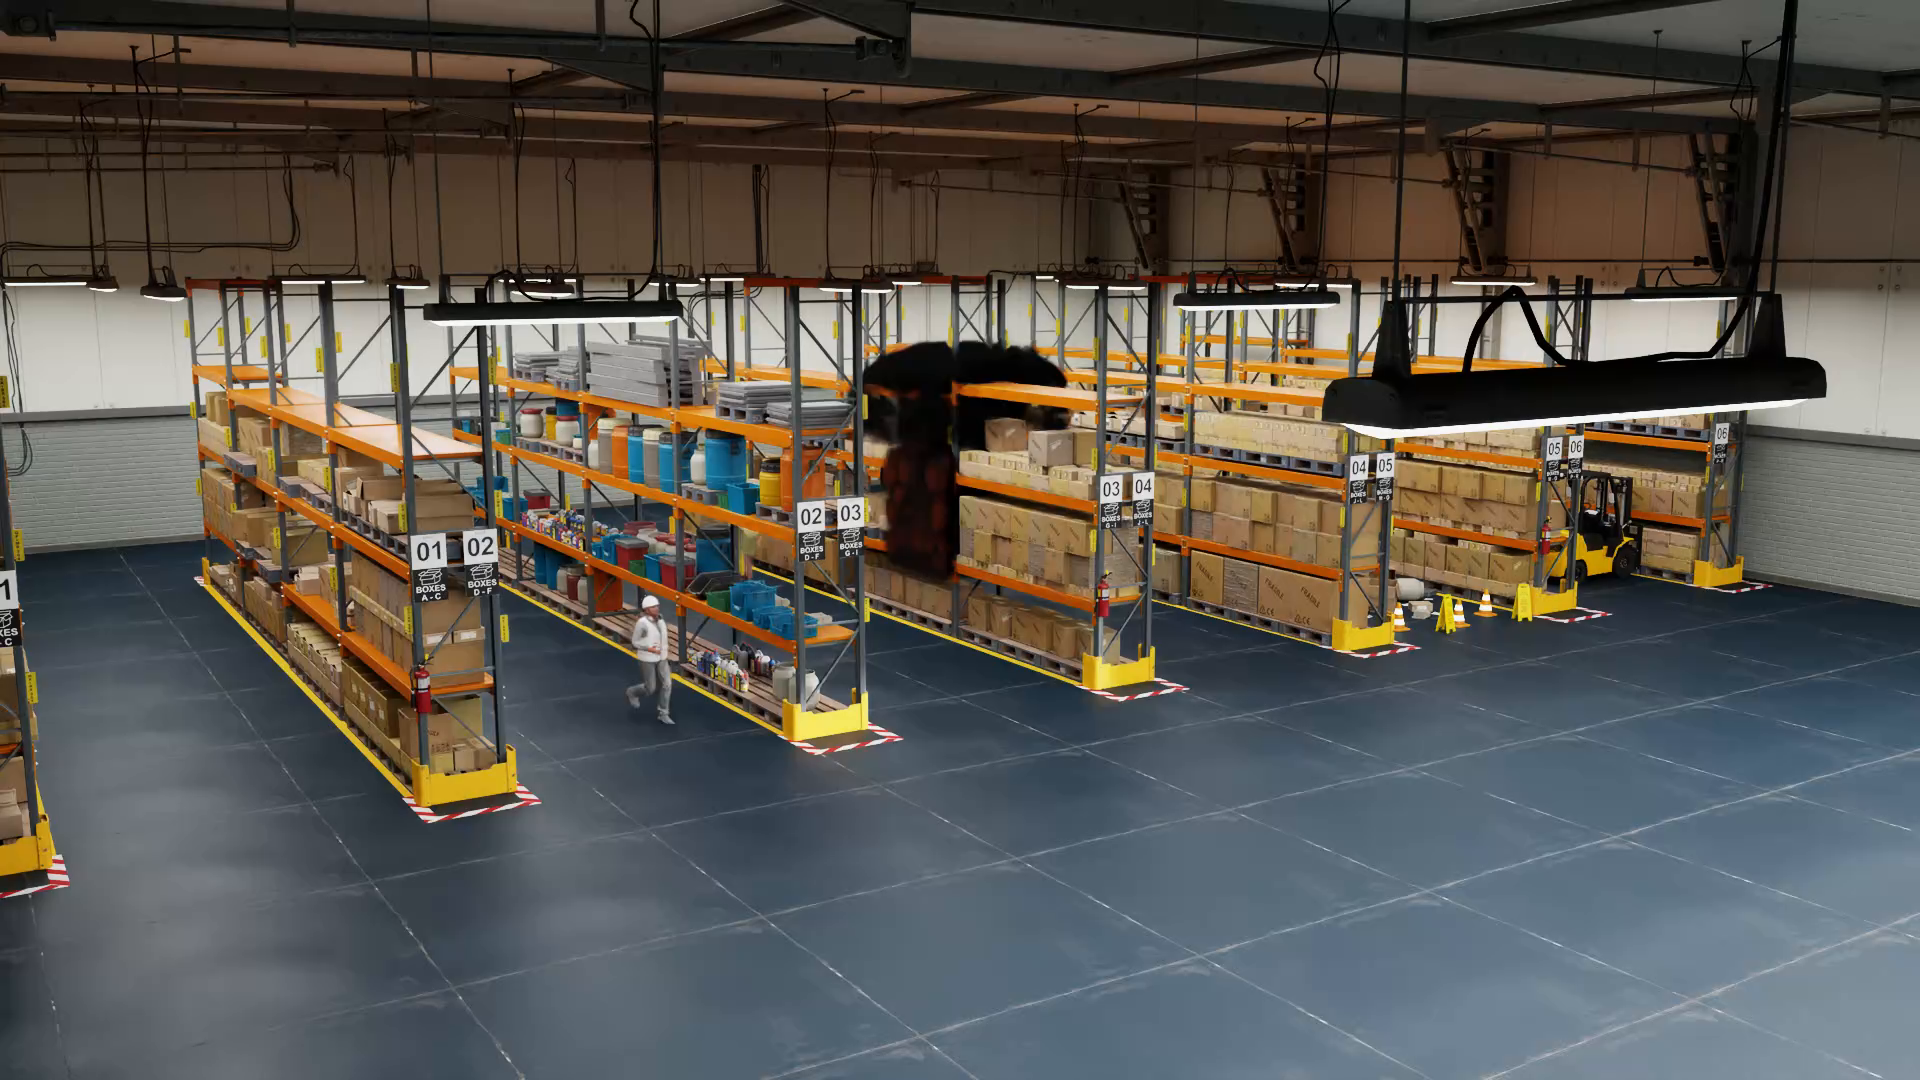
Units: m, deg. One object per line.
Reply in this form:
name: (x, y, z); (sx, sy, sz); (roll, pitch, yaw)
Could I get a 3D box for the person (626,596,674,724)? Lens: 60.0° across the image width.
person: (-4.295, 1.648, 23.070); (0.853, 1.787, 0.668); (8, 12, 38)

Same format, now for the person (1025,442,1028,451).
person: (1.731, -1.852, 44.455); (0.461, 1.533, 0.552); (-4, 10, -21)

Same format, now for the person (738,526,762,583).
person: (-3.800, 0.288, 29.606); (0.579, 1.703, 0.857); (-9, 13, -44)
